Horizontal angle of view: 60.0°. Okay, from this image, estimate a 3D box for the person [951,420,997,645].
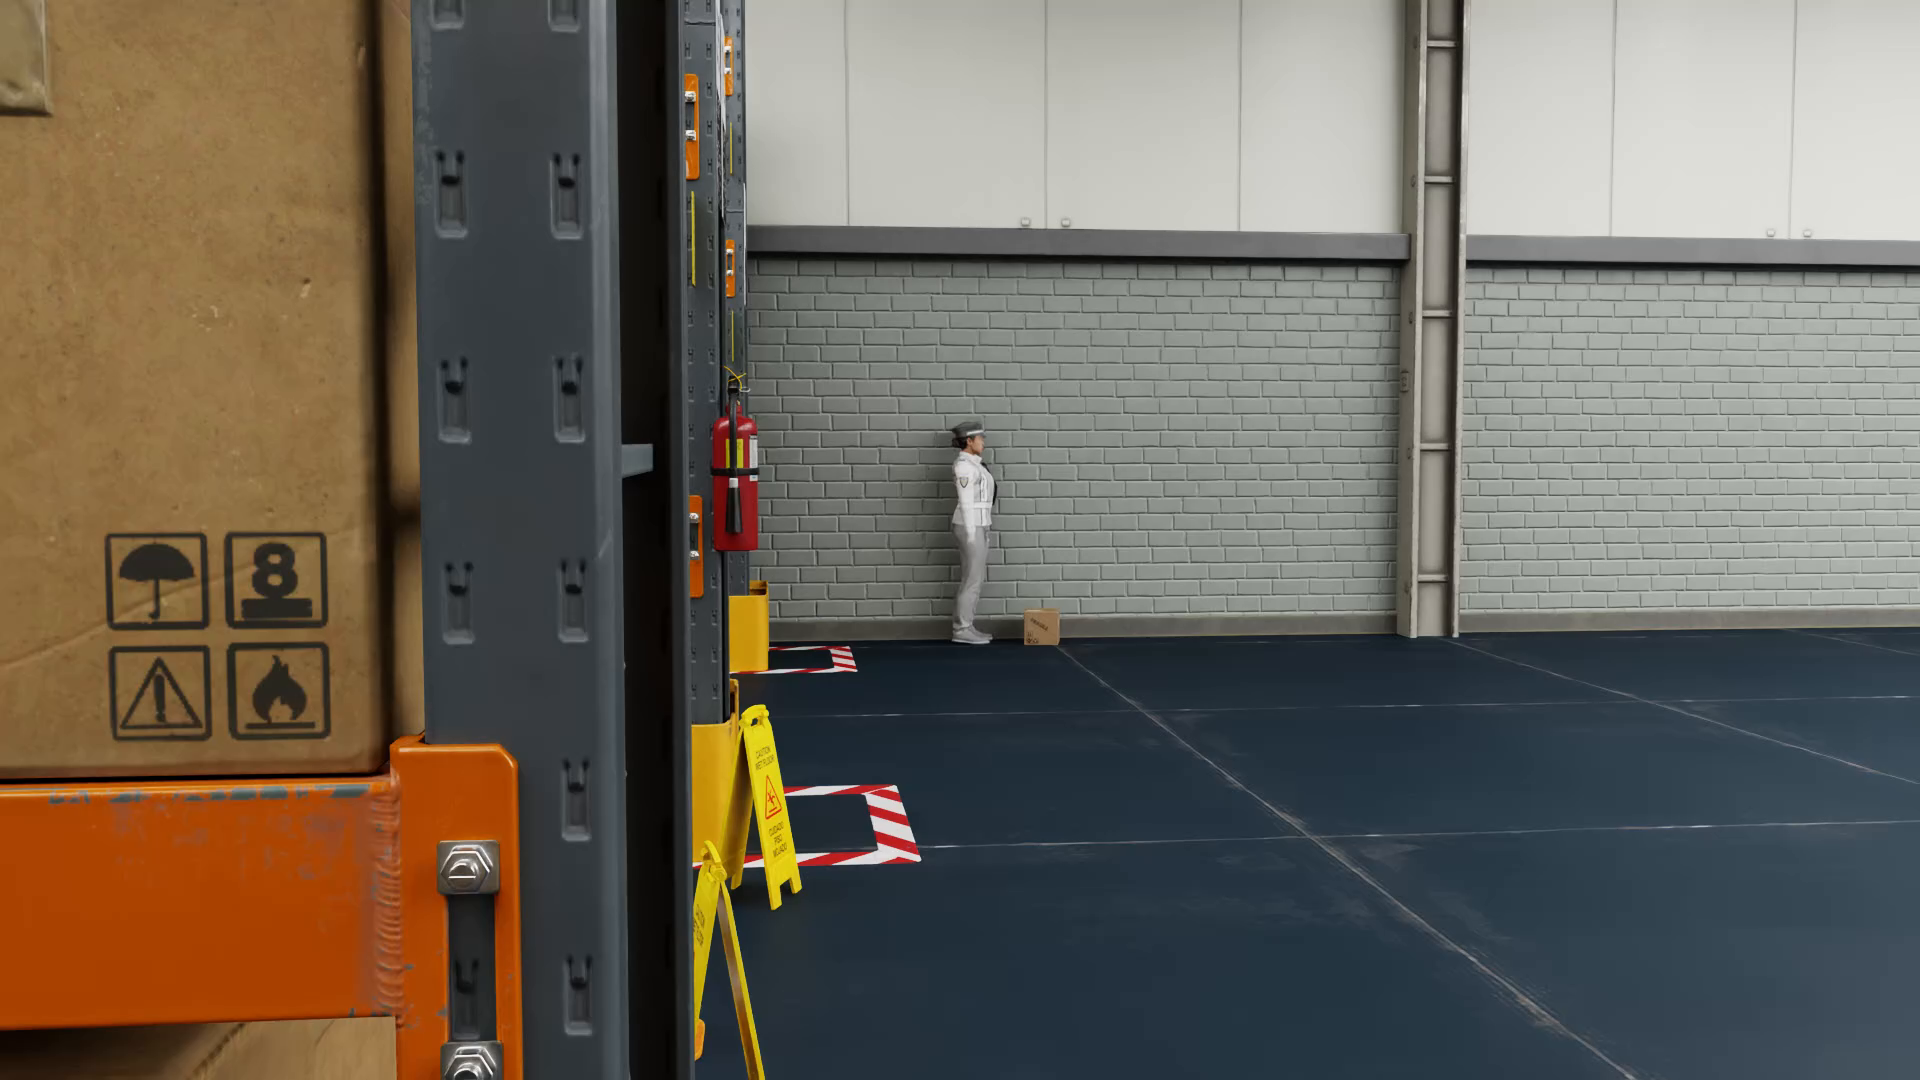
[{"bbox_3d":[0.100,-0.064,12.506,0.337,1.676,0.466,0,4,8],"label":"person"}]
